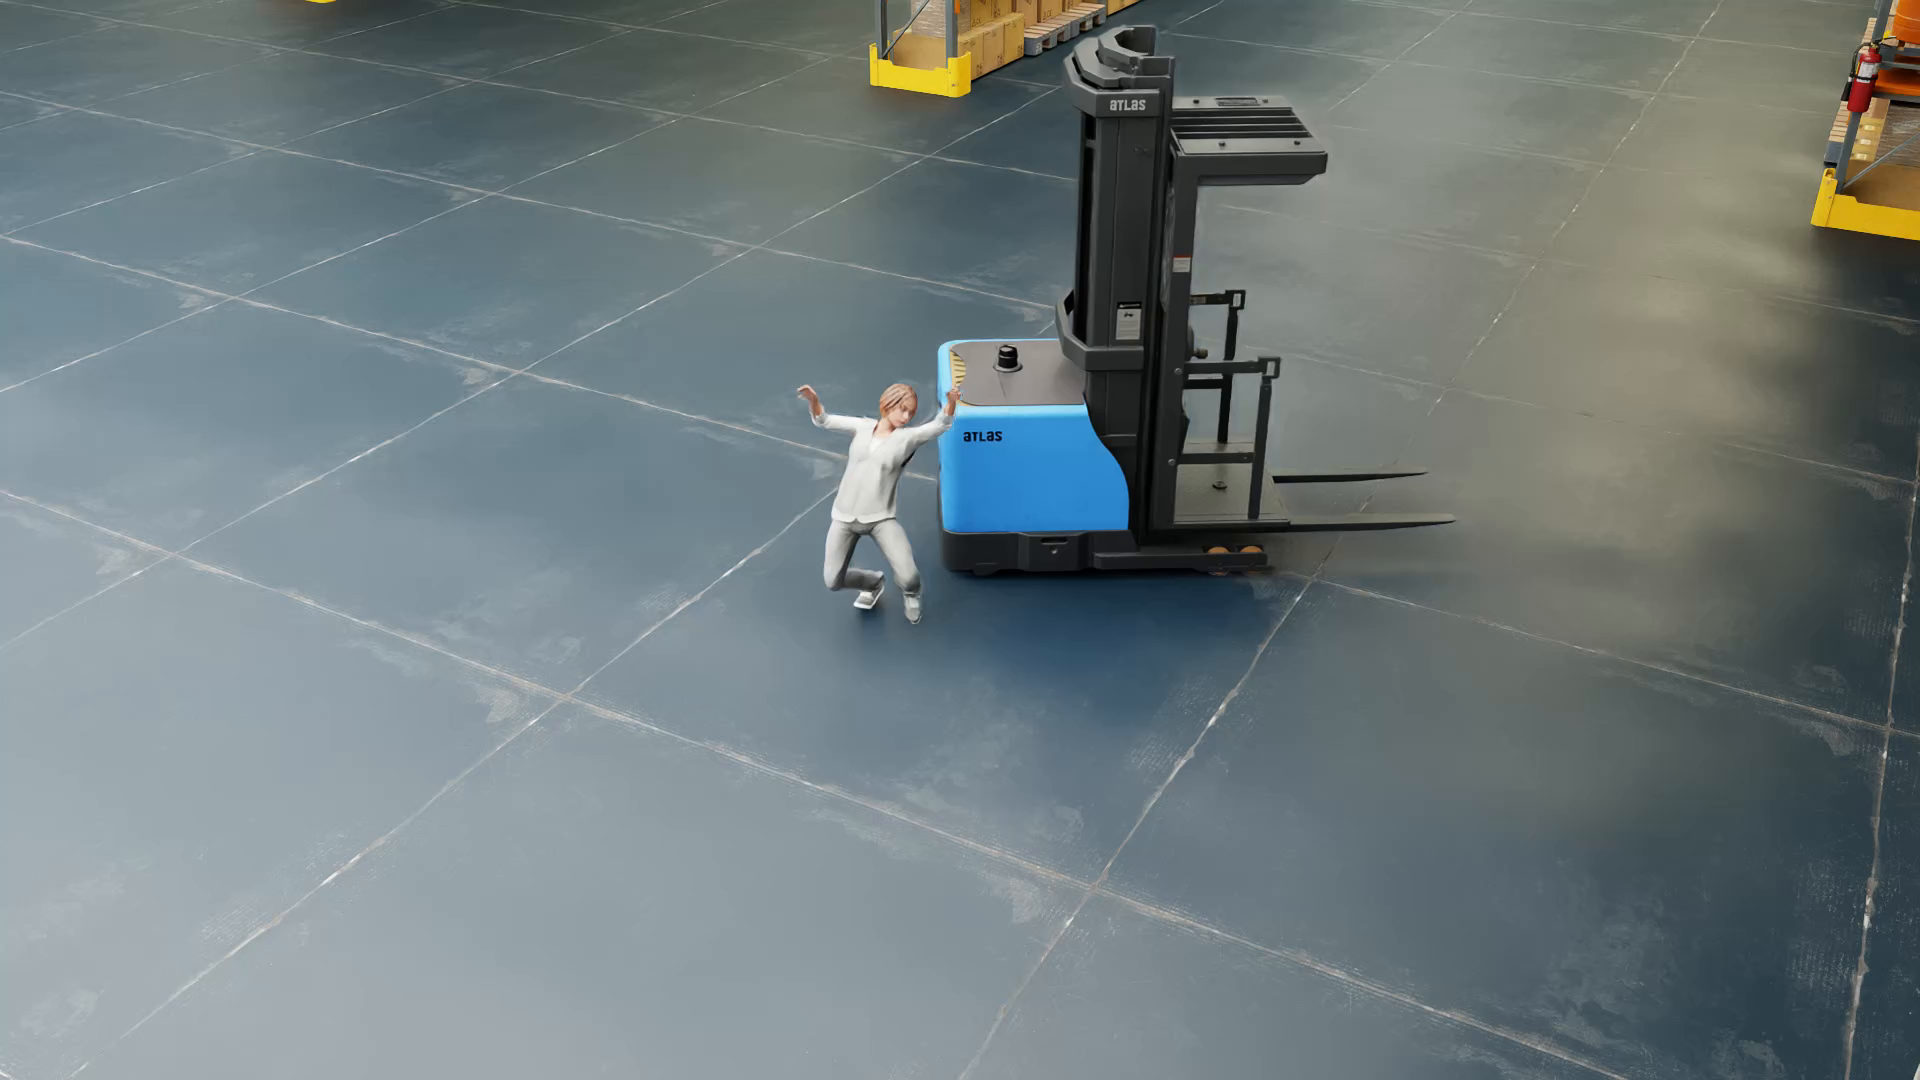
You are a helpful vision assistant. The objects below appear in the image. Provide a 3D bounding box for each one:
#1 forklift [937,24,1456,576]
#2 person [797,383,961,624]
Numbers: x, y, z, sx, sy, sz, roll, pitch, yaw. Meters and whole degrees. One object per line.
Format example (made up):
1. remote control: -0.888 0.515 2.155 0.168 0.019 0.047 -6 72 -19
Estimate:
1. forklift: 1.388 -1.325 9.367 3.031 2.935 1.130 -1 30 -2
2. person: -0.374 -0.215 8.881 0.821 1.480 0.661 8 31 14
